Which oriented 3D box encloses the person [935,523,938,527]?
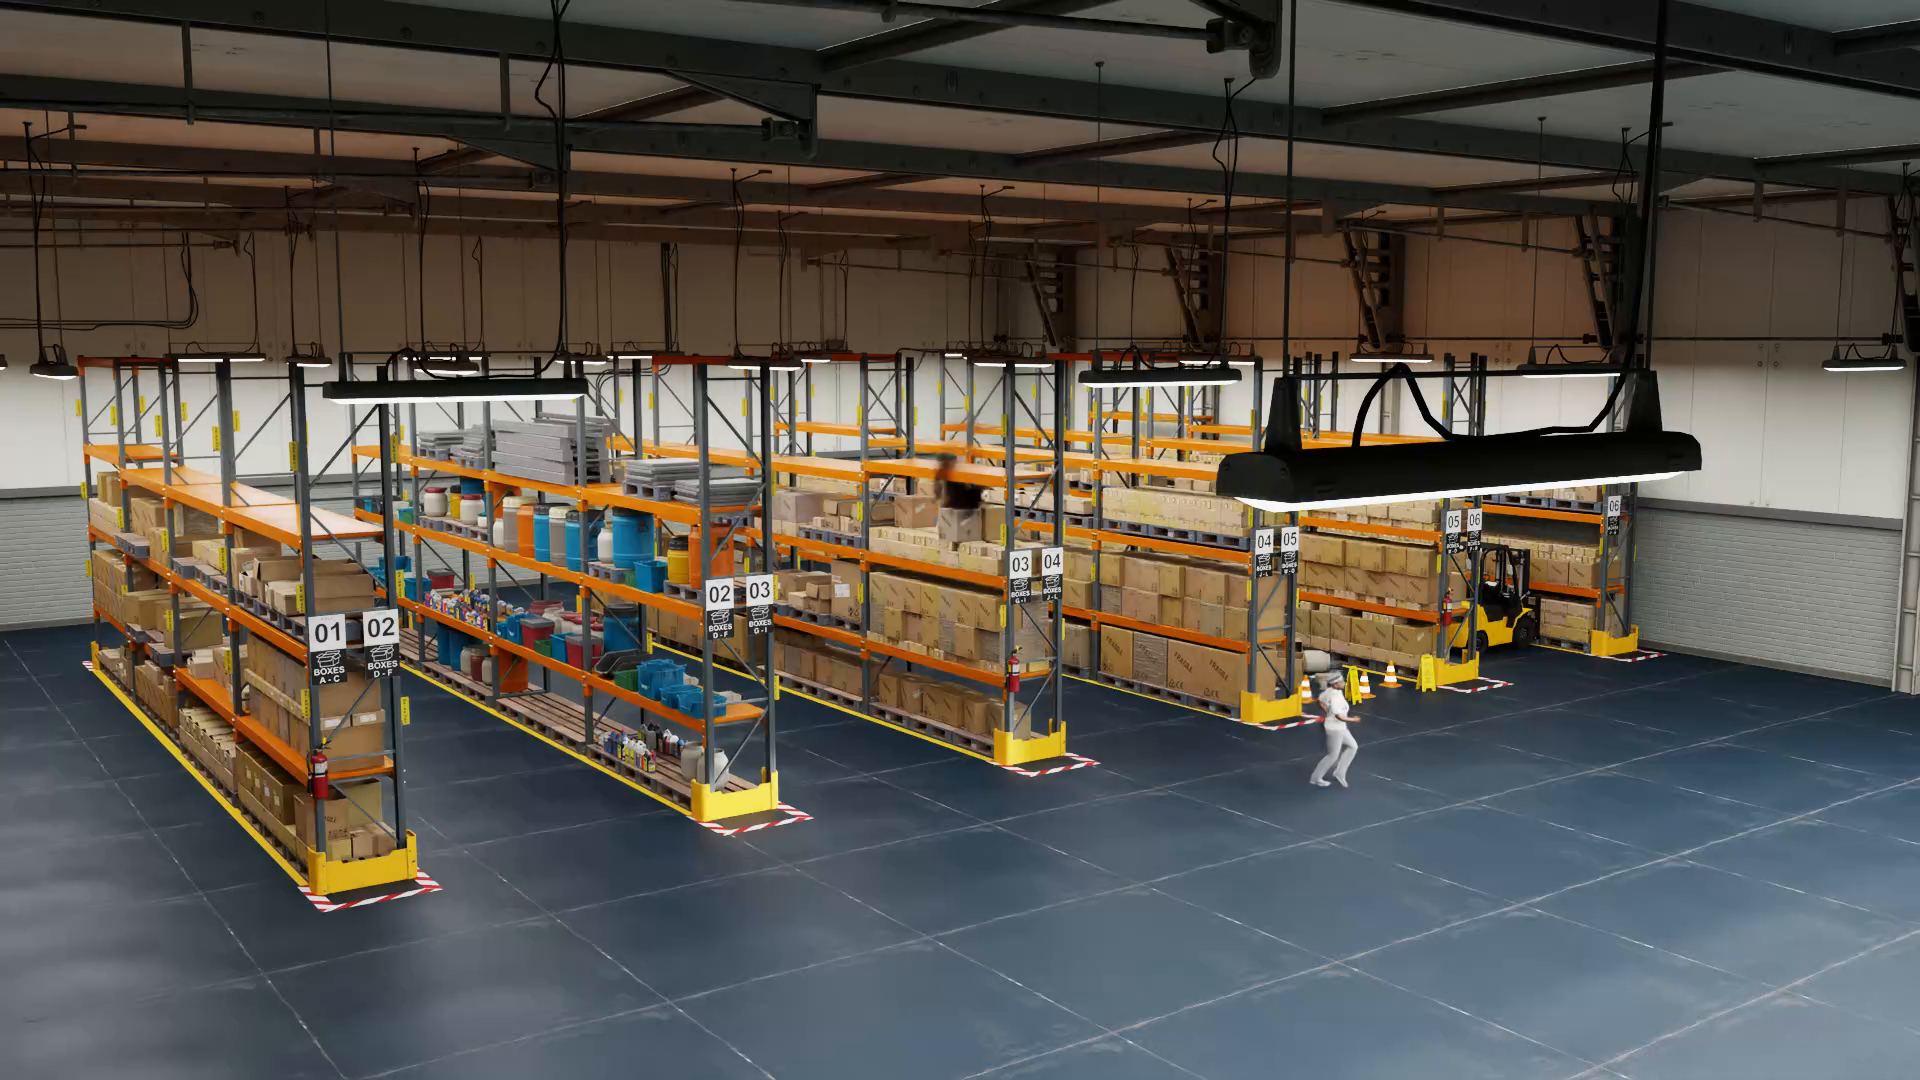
[{"bbox_3d":[-0.586,0.037,44.939,0.662,1.698,0.752,0,7,2],"label":"person"}]

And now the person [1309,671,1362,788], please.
[{"bbox_3d":[5.305,2.676,23.463,0.703,1.707,0.582,1,7,9],"label":"person"}]
